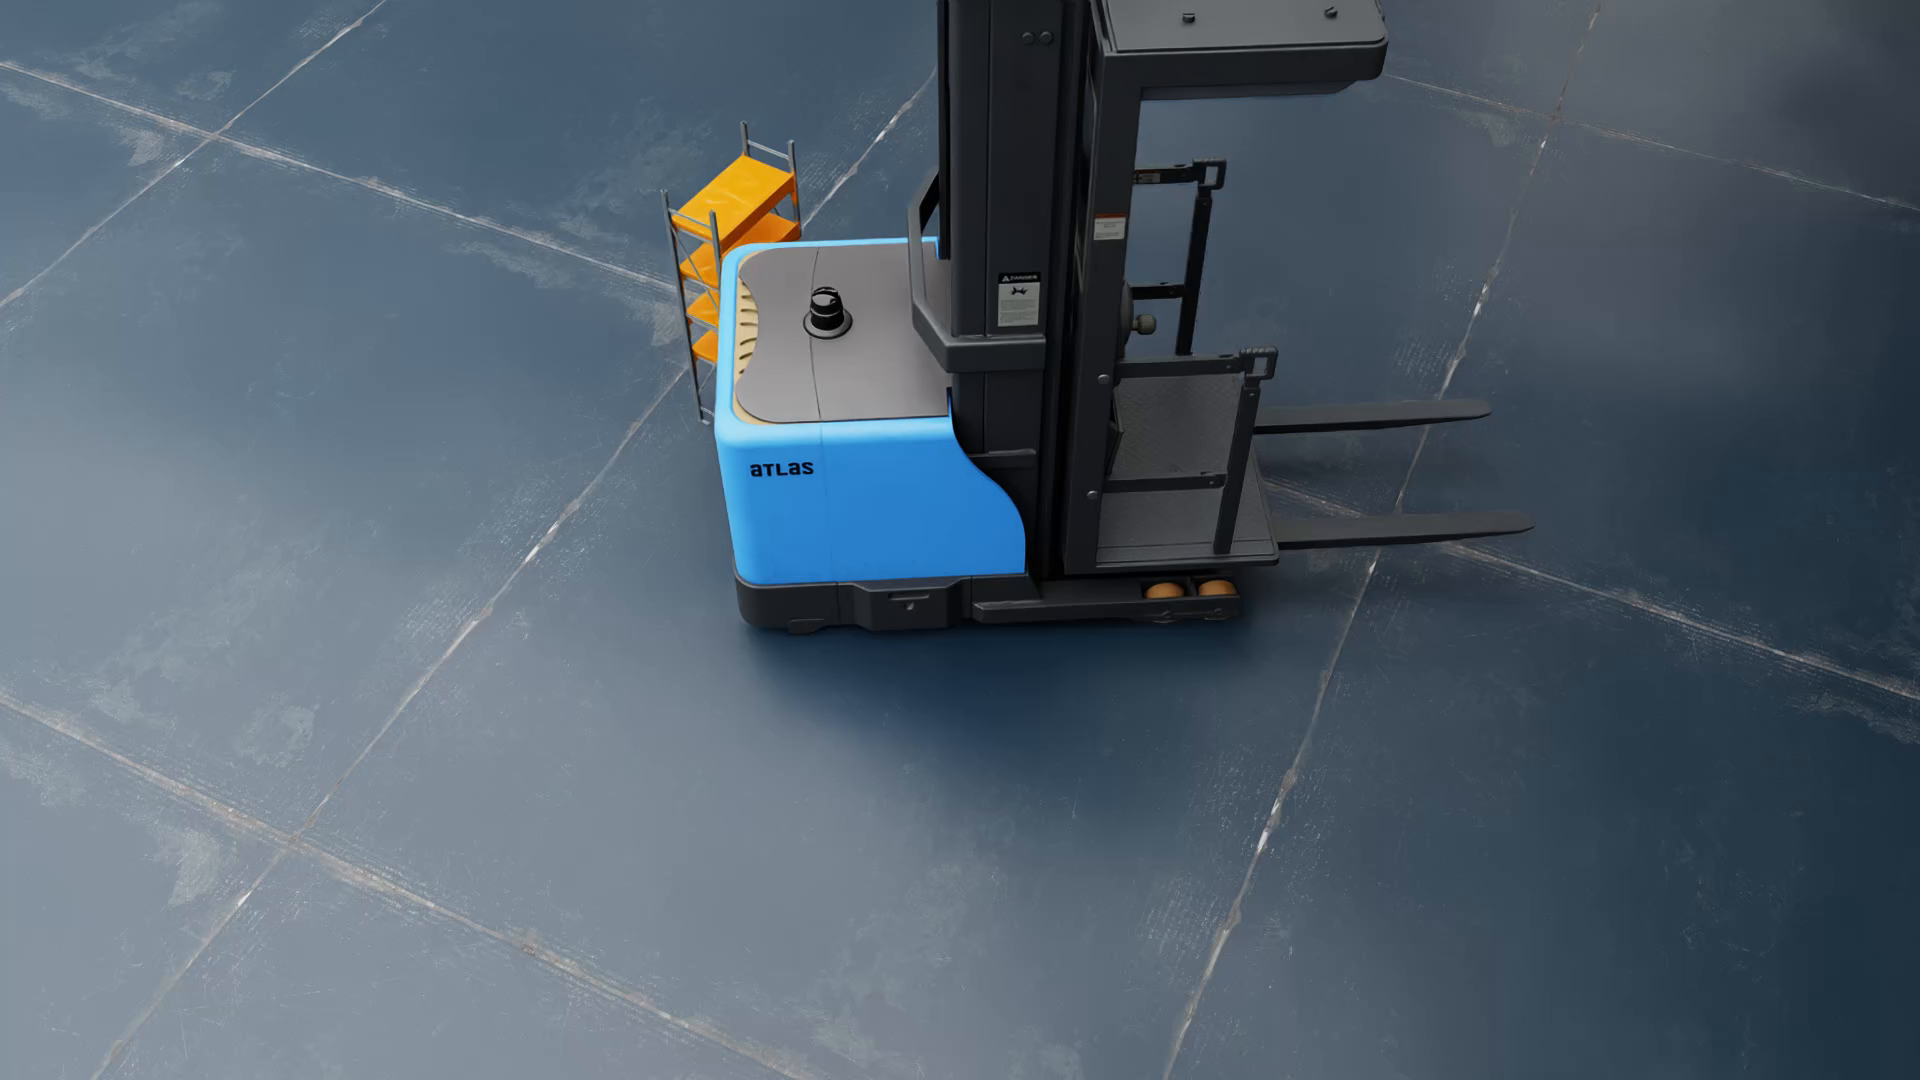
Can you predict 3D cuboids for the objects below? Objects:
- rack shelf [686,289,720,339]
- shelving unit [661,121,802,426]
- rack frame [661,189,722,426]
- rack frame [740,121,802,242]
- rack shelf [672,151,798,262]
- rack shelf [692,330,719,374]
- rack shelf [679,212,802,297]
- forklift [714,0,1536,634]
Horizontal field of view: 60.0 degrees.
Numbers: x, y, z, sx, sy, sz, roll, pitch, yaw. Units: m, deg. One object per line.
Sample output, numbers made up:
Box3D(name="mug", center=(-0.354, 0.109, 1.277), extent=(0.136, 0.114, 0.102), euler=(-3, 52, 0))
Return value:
Box3D(name="rack shelf", center=(-0.864, -0.959, 6.680), extent=(0.258, 0.148, 0.480), euler=(25, 54, 20))
Box3D(name="shelving unit", center=(-0.864, -1.002, 6.629), extent=(0.258, 1.200, 0.503), euler=(25, 54, 20))
Box3D(name="rack frame", center=(-0.992, -0.844, 6.494), extent=(0.240, 1.200, 0.015), euler=(25, 54, 20))
Box3D(name="rack frame", center=(-0.736, -1.161, 6.763), extent=(0.240, 1.200, 0.015), euler=(25, 54, 20))
Box3D(name="rack shelf", center=(-0.862, -1.256, 6.329), extent=(0.258, 0.148, 0.480), euler=(25, 54, 20))
Box3D(name="rack shelf", center=(-0.866, -0.831, 6.832), extent=(0.258, 0.148, 0.480), euler=(25, 54, 20))
Box3D(name="rack shelf", center=(-0.863, -1.103, 6.509), extent=(0.258, 0.148, 0.480), euler=(25, 54, 20))
Box3D(name="forklift", center=(0.656, -1.039, 5.525), extent=(3.031, 2.935, 1.130), euler=(-3, 50, -2))
